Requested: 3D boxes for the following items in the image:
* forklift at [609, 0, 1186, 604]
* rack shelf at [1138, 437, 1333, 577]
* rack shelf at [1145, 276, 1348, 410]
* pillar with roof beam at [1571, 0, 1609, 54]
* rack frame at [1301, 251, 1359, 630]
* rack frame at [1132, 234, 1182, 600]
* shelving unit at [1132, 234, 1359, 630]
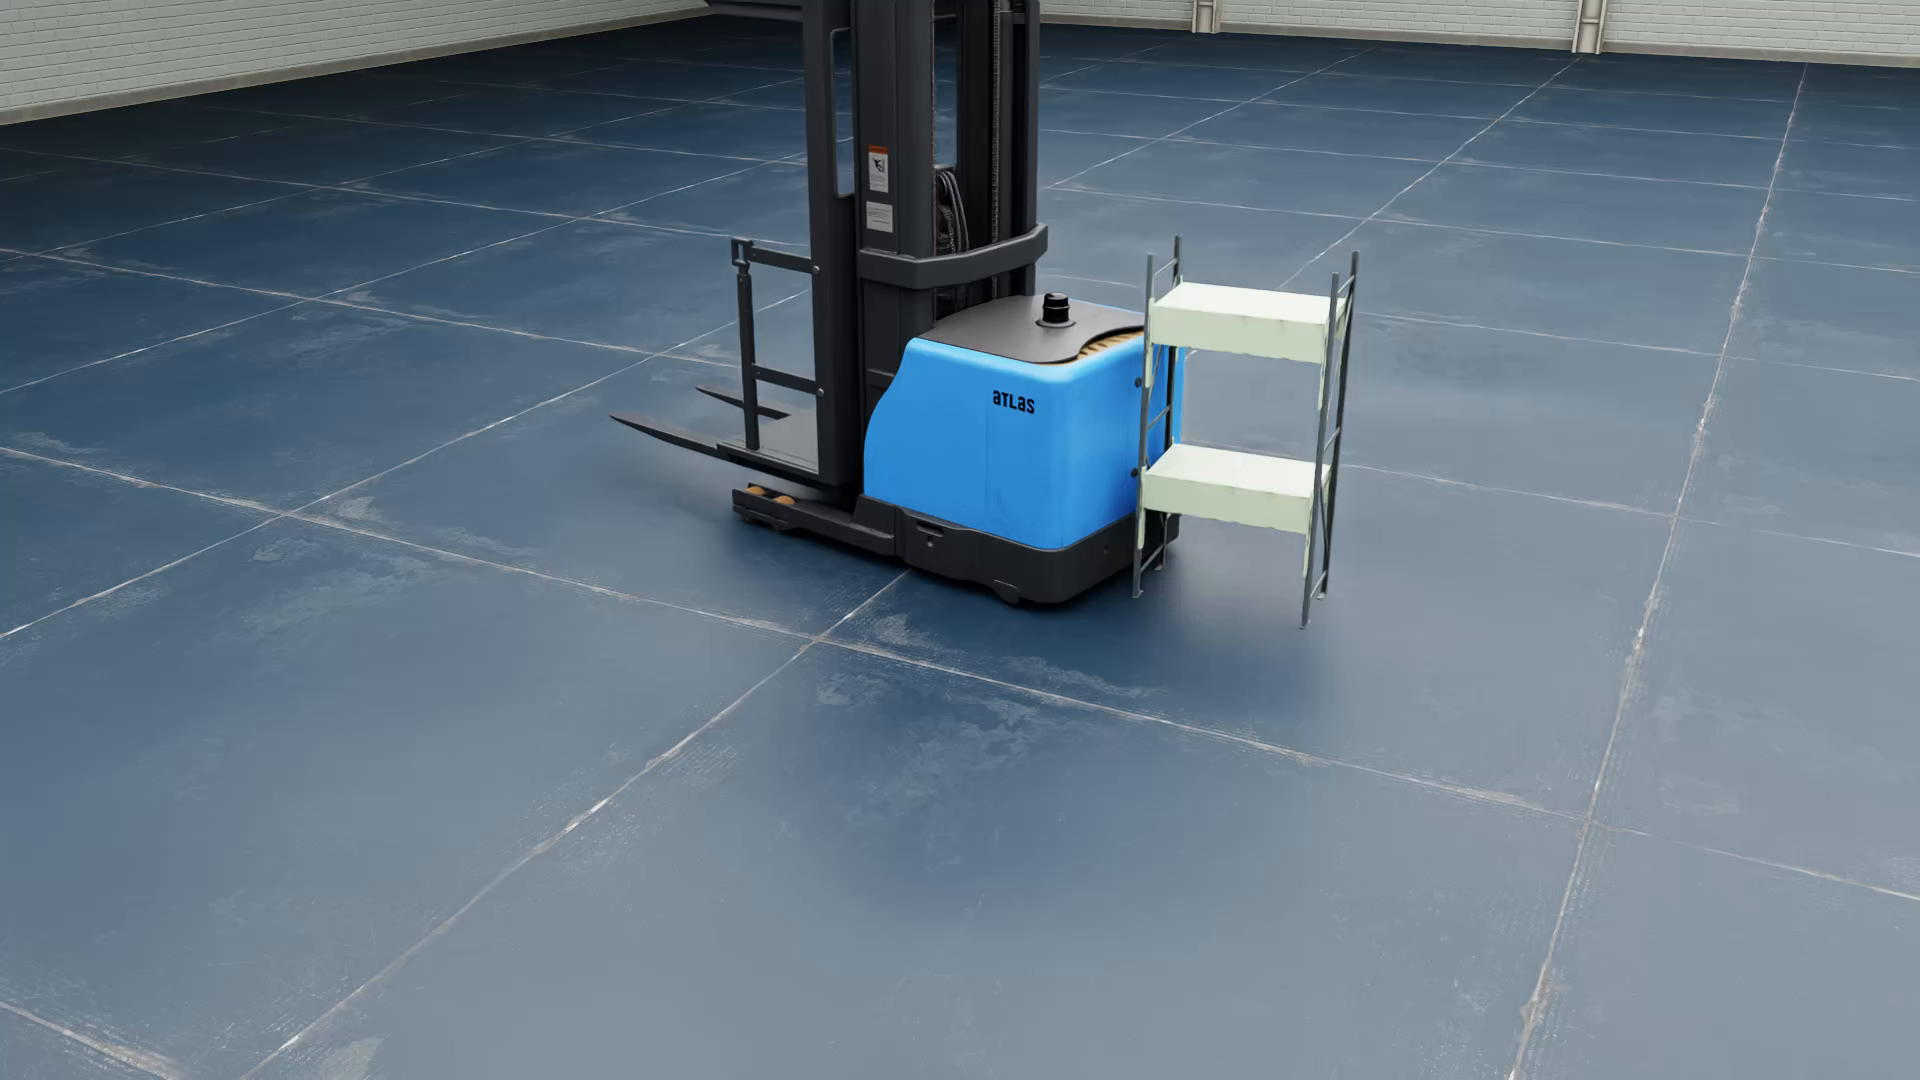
[{"bbox_3d":[-0.459,-1.532,7.607,3.031,2.935,1.130,18,29,35],"label":"forklift"},{"bbox_3d":[1.166,-0.149,7.016,0.720,0.370,0.431,10,25,22],"label":"rack shelf"},{"bbox_3d":[1.166,-0.808,6.736,0.720,0.370,0.431,10,25,22],"label":"rack shelf"},{"bbox_3d":[7.483,-9.978,19.714,0.400,9.000,9.100,11,25,25],"label":"pillar with roof beam"},{"bbox_3d":[1.501,-0.391,6.752,0.023,1.500,0.400,10,25,22],"label":"rack frame"},{"bbox_3d":[0.831,-0.507,7.025,0.023,1.500,0.400,10,25,22],"label":"rack frame"},{"bbox_3d":[1.166,-0.449,6.889,0.755,1.500,0.431,10,25,22],"label":"shelving unit"}]
